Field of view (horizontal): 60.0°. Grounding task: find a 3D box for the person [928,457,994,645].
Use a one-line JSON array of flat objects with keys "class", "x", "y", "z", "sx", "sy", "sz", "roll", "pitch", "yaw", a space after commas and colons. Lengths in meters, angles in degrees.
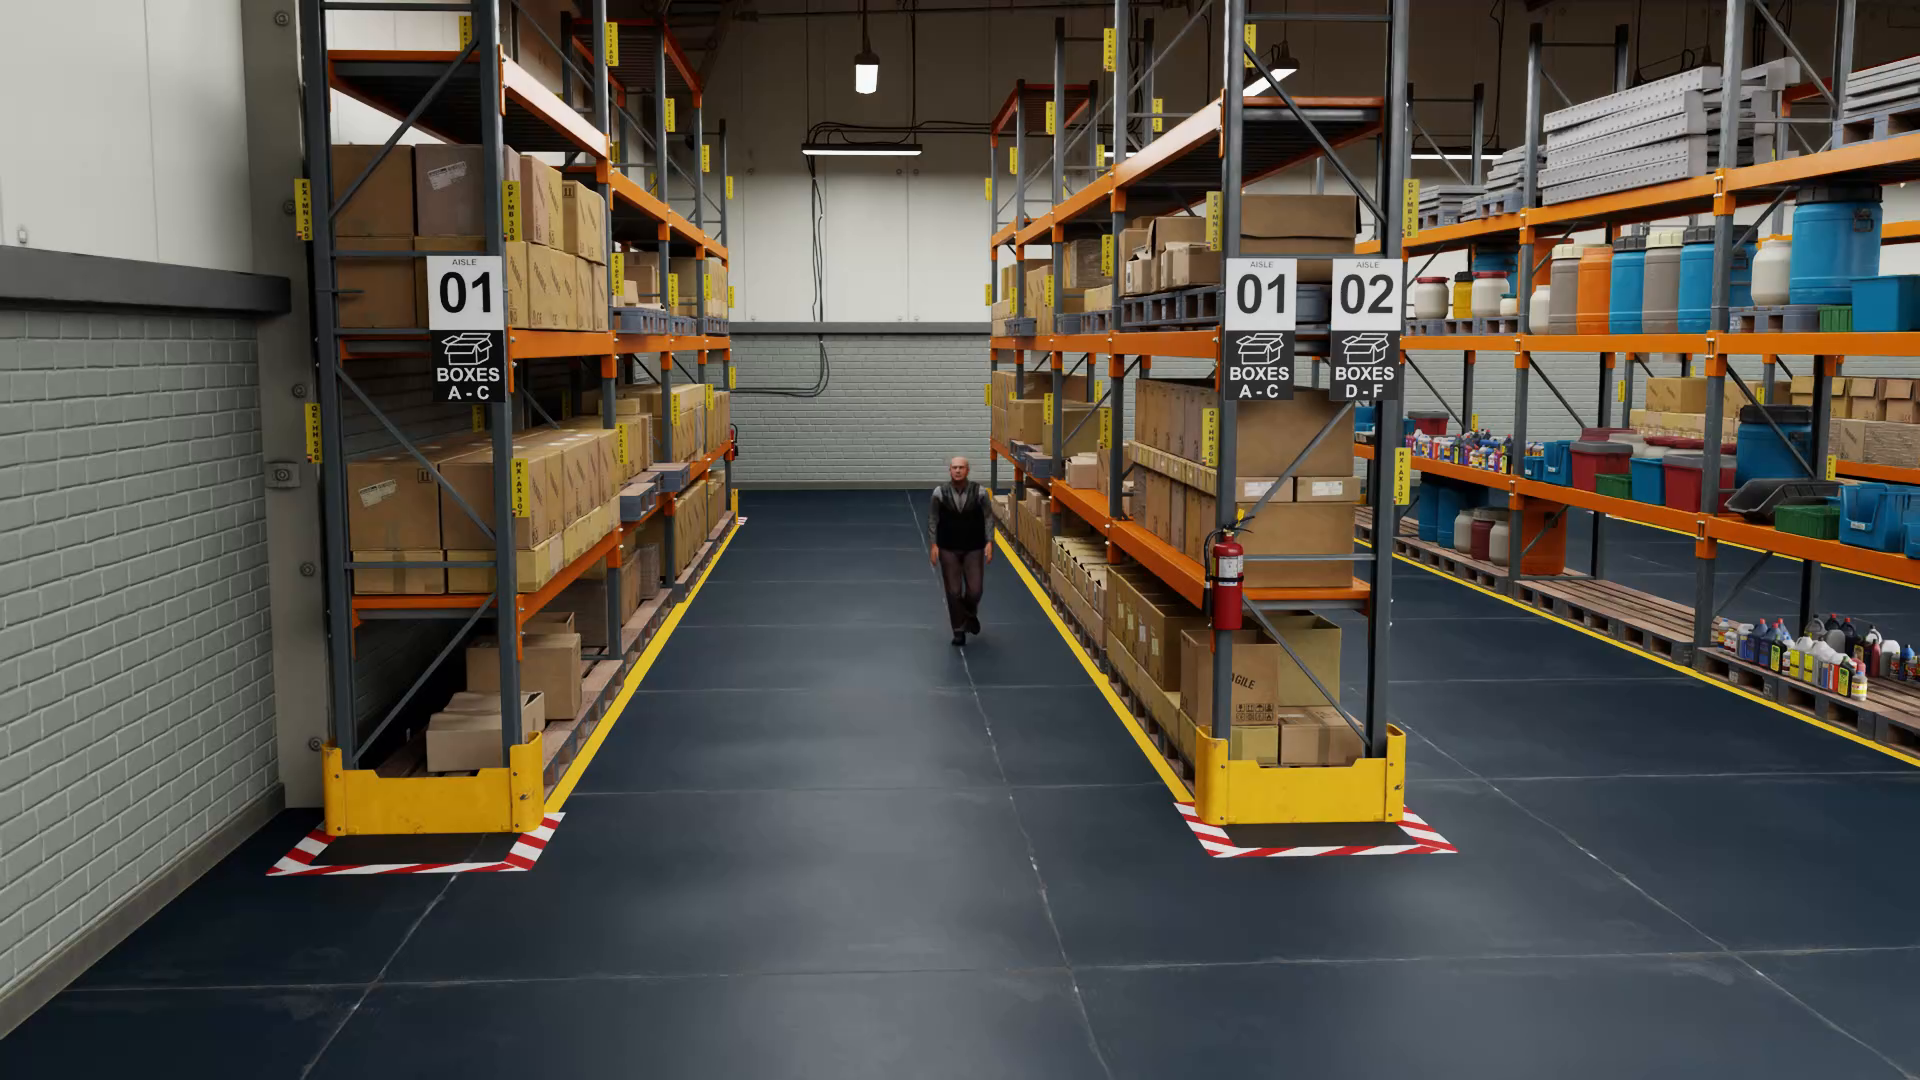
[{"class": "person", "x": 0.009, "y": 0.087, "z": 15.097, "sx": 0.602, "sy": 1.708, "sz": 0.527, "roll": 0, "pitch": 7, "yaw": 0}]
